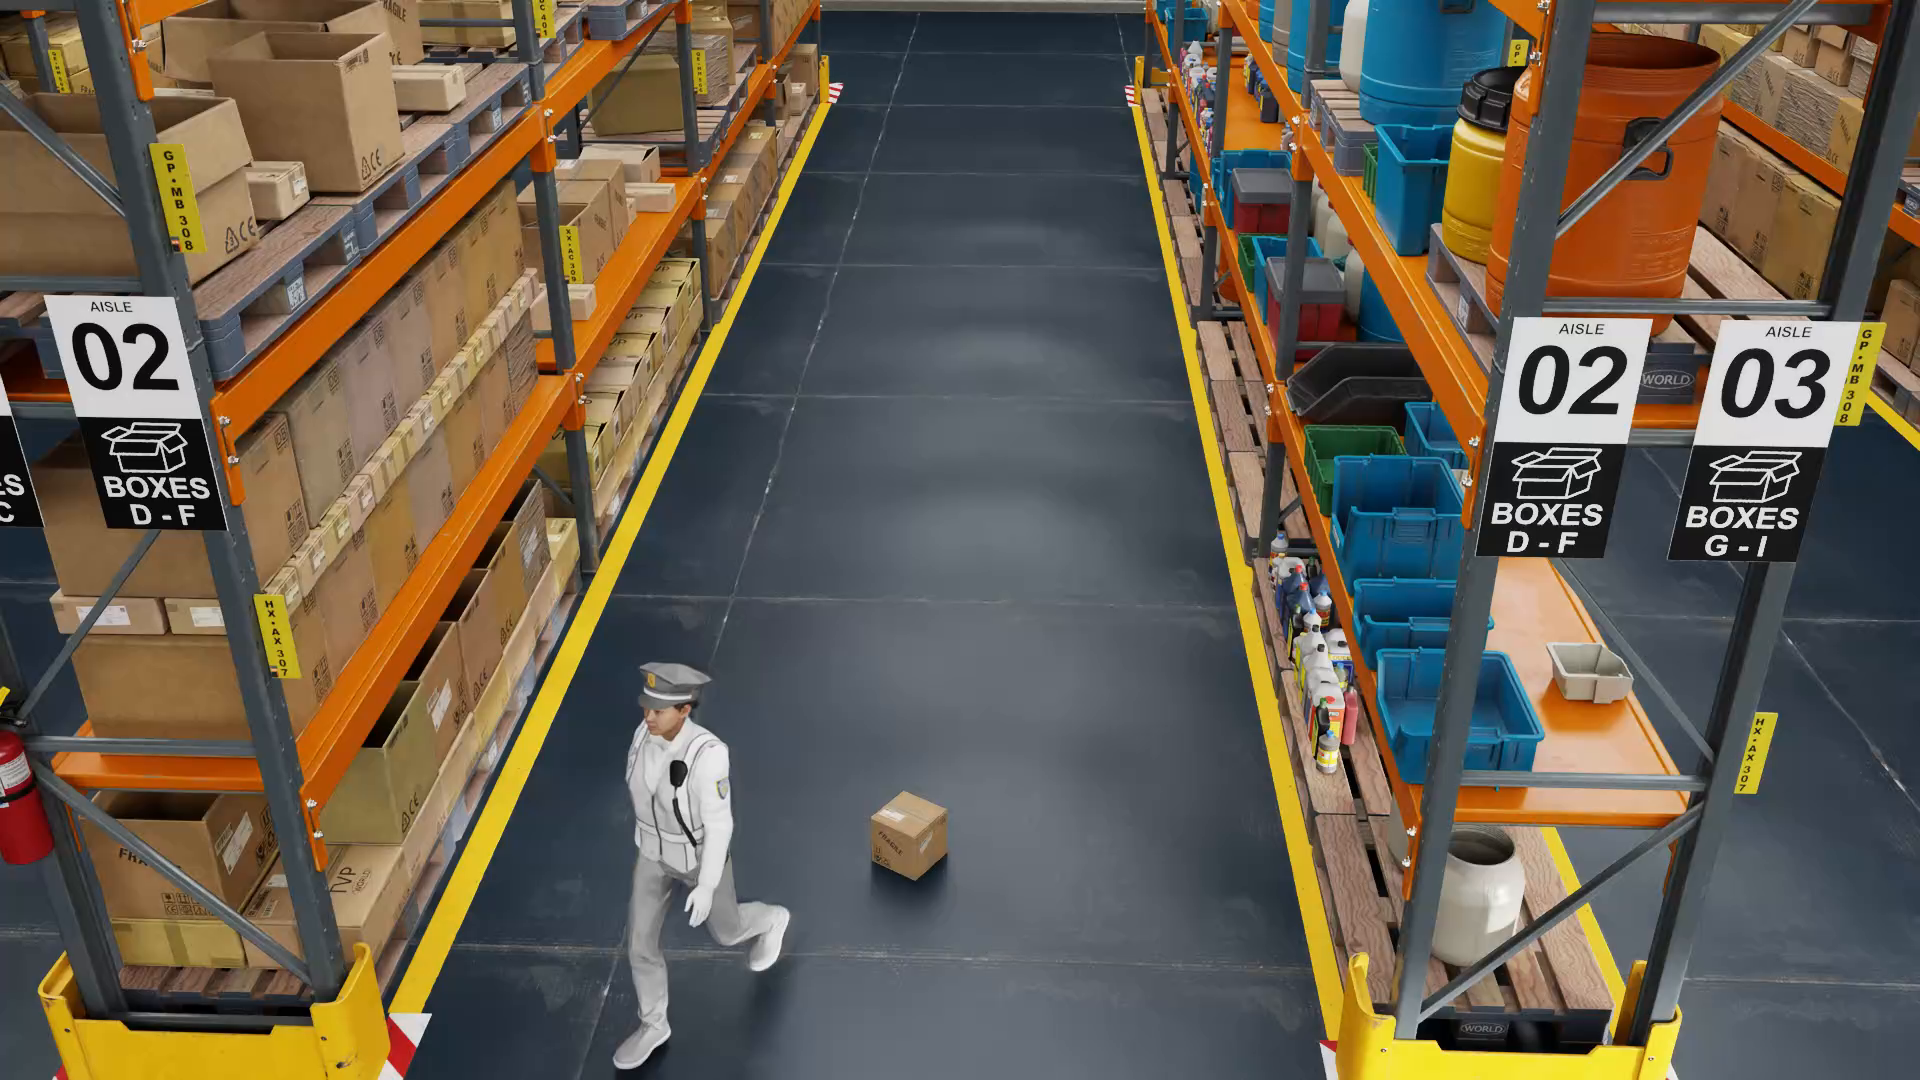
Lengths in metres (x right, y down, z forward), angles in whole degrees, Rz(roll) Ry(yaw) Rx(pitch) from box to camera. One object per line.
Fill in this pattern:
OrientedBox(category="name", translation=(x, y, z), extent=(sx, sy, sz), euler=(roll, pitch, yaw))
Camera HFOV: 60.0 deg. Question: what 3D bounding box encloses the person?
OrientedBox(category="person", translation=(-1.034, 1.173, 6.373), extent=(0.485, 1.643, 0.916), euler=(14, 31, 24))
